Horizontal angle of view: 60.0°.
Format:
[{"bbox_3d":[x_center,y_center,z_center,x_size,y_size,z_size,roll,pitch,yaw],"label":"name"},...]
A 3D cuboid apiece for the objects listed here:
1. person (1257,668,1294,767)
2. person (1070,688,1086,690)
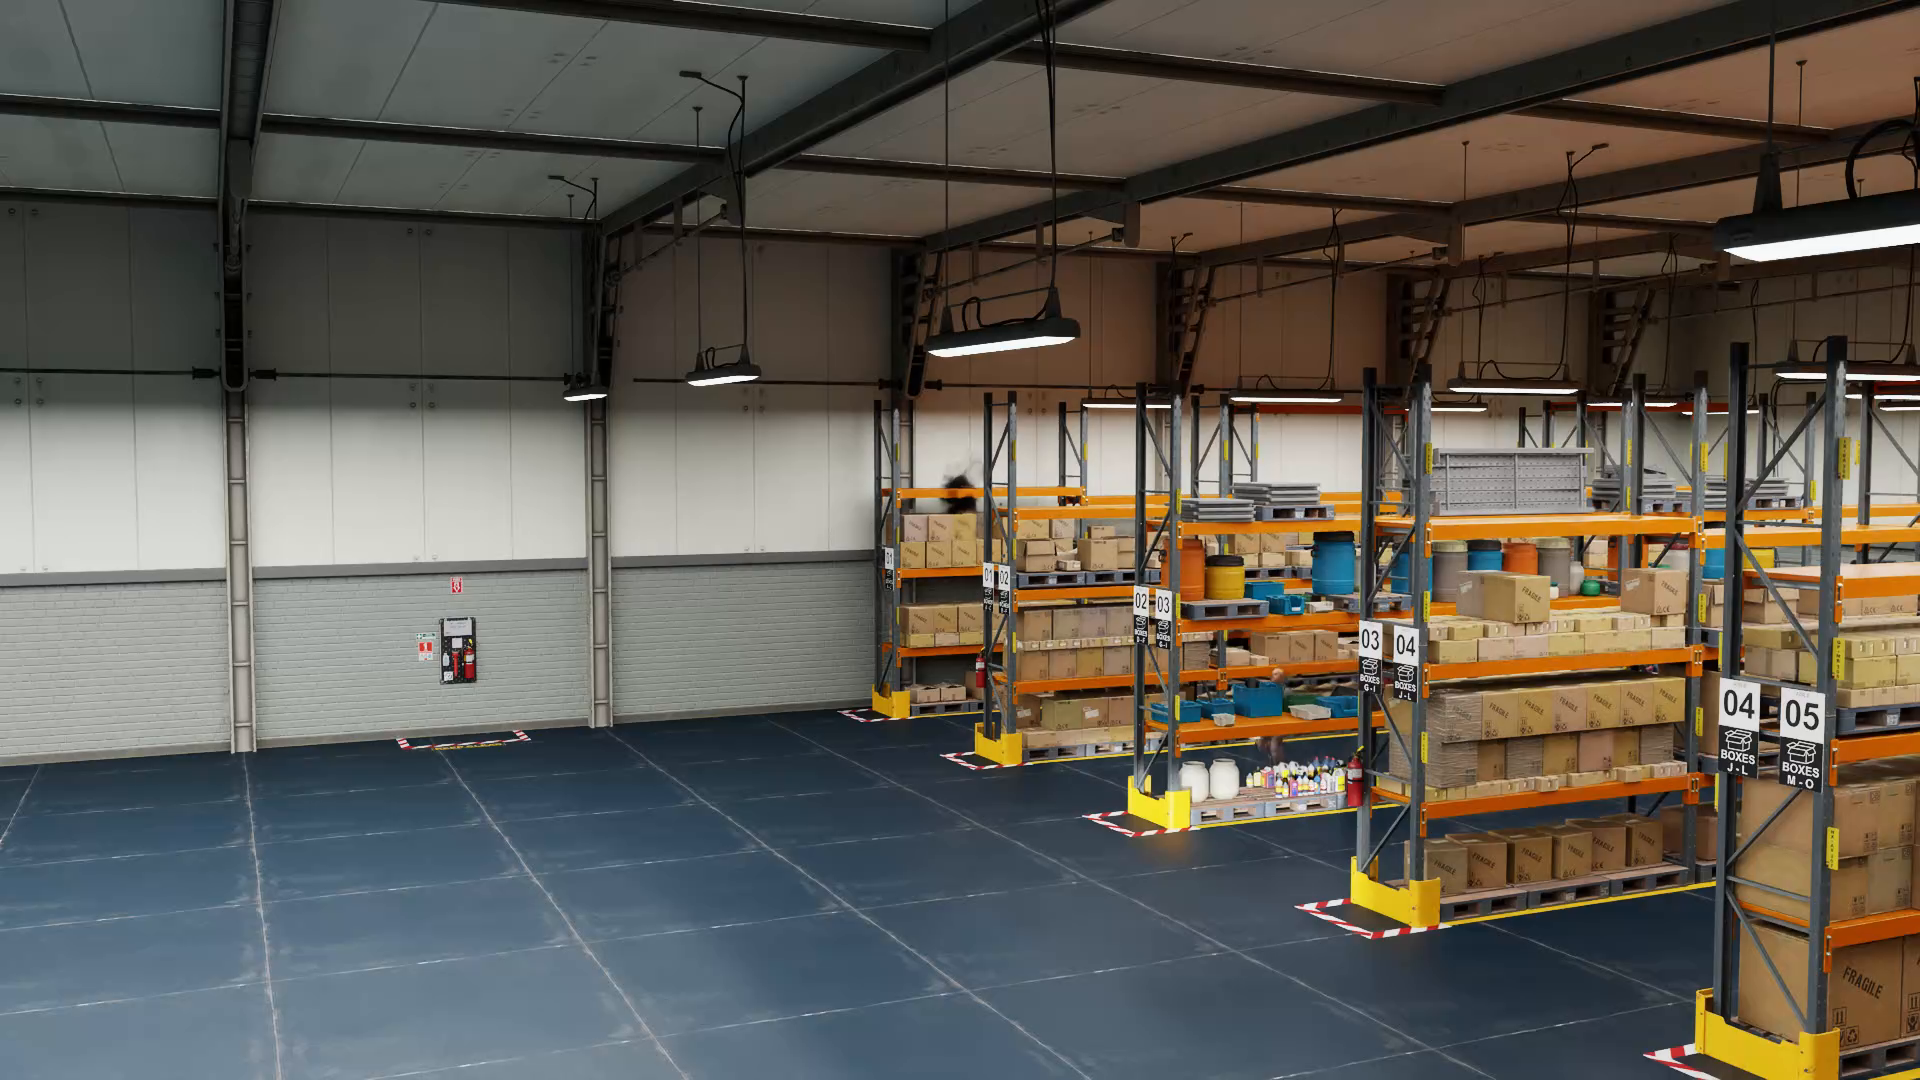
[{"bbox_3d":[4.853,2.864,25.748,0.569,1.604,0.652,-3,4,-38],"label":"person"},{"bbox_3d":[2.090,2.595,29.630,0.871,1.671,0.587,-2,4,-27],"label":"person"}]
